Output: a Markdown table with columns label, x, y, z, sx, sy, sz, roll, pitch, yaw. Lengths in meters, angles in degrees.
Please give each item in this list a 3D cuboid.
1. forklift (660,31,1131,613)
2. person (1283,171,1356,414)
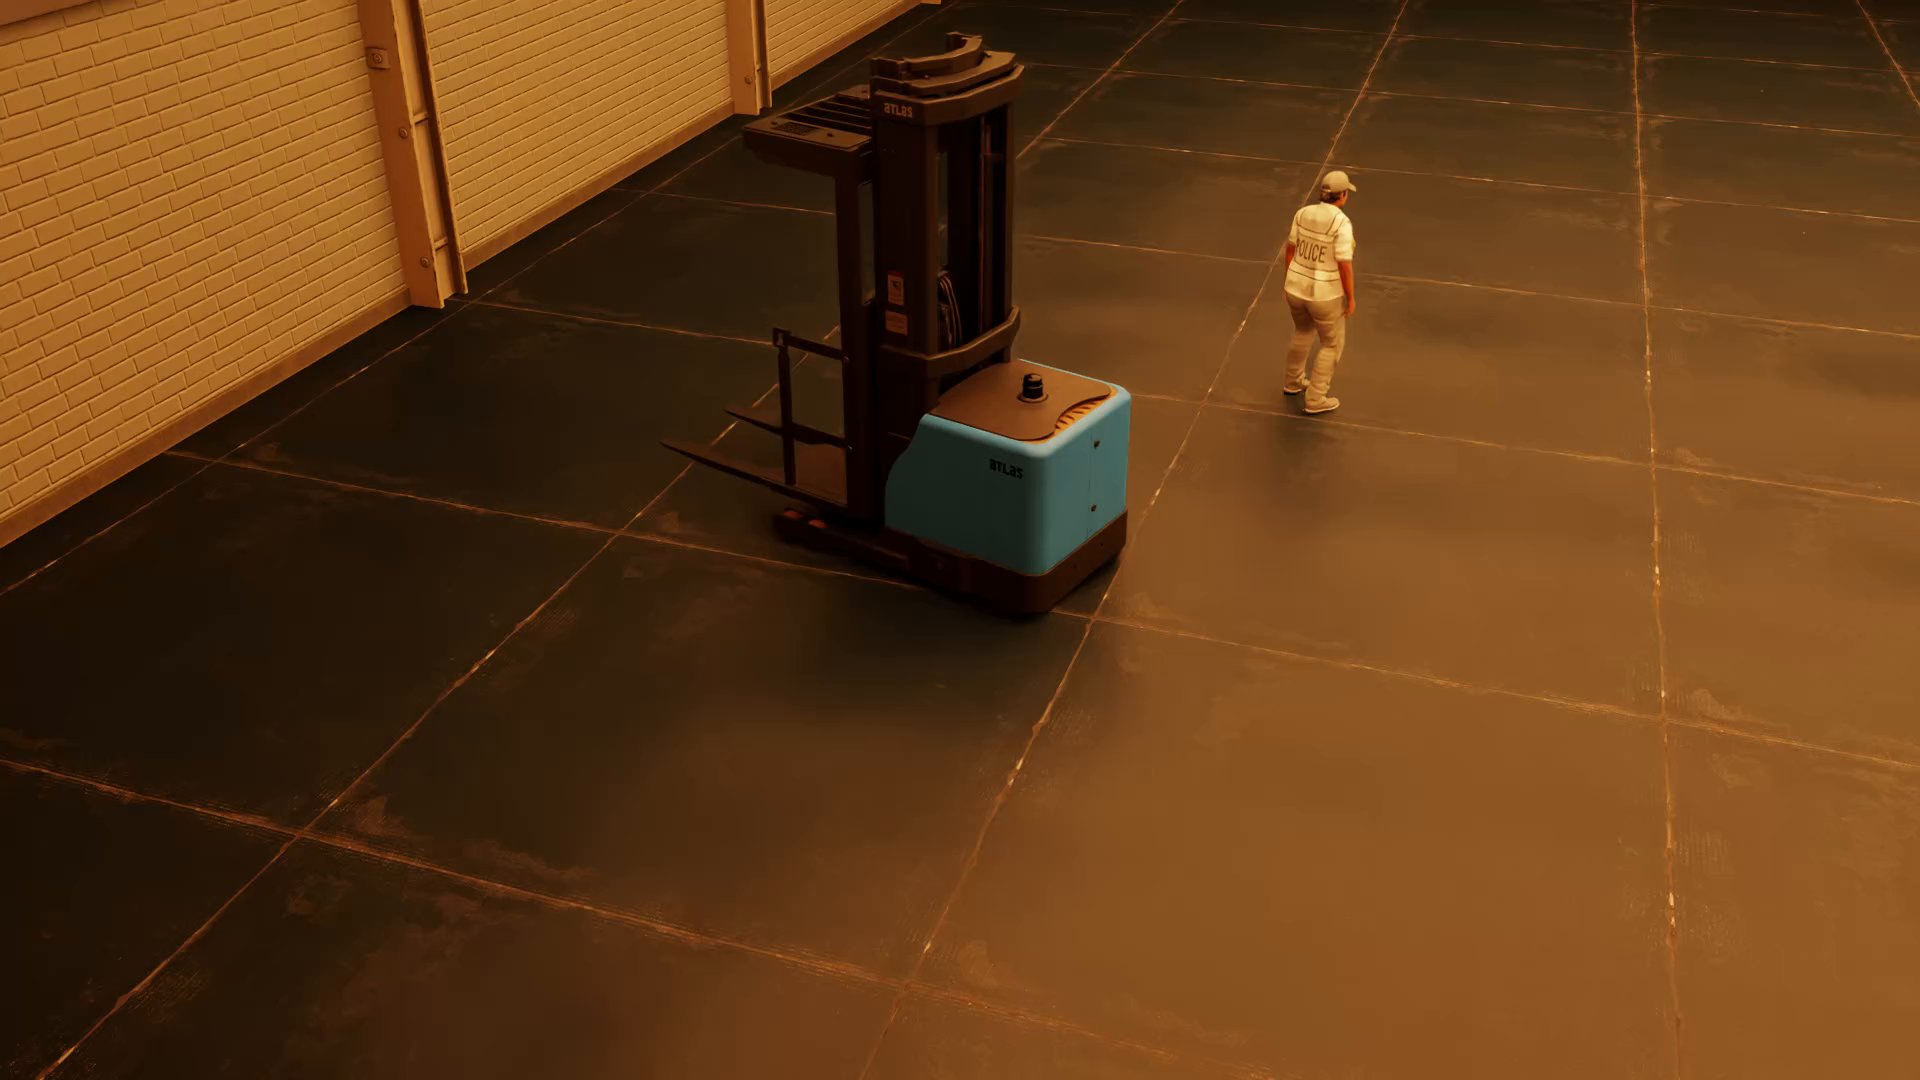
| label | x | y | z | sx | sy | sz | roll | pitch | yaw |
| --- | --- | --- | --- | --- | --- | --- | --- | --- | --- |
| forklift | -0.515 | -1.425 | 9.637 | 3.031 | 2.935 | 1.130 | 19 | 35 | 30 |
| person | 2.483 | -1.701 | 11.432 | 0.465 | 1.682 | 0.552 | -21 | 36 | -32 |
